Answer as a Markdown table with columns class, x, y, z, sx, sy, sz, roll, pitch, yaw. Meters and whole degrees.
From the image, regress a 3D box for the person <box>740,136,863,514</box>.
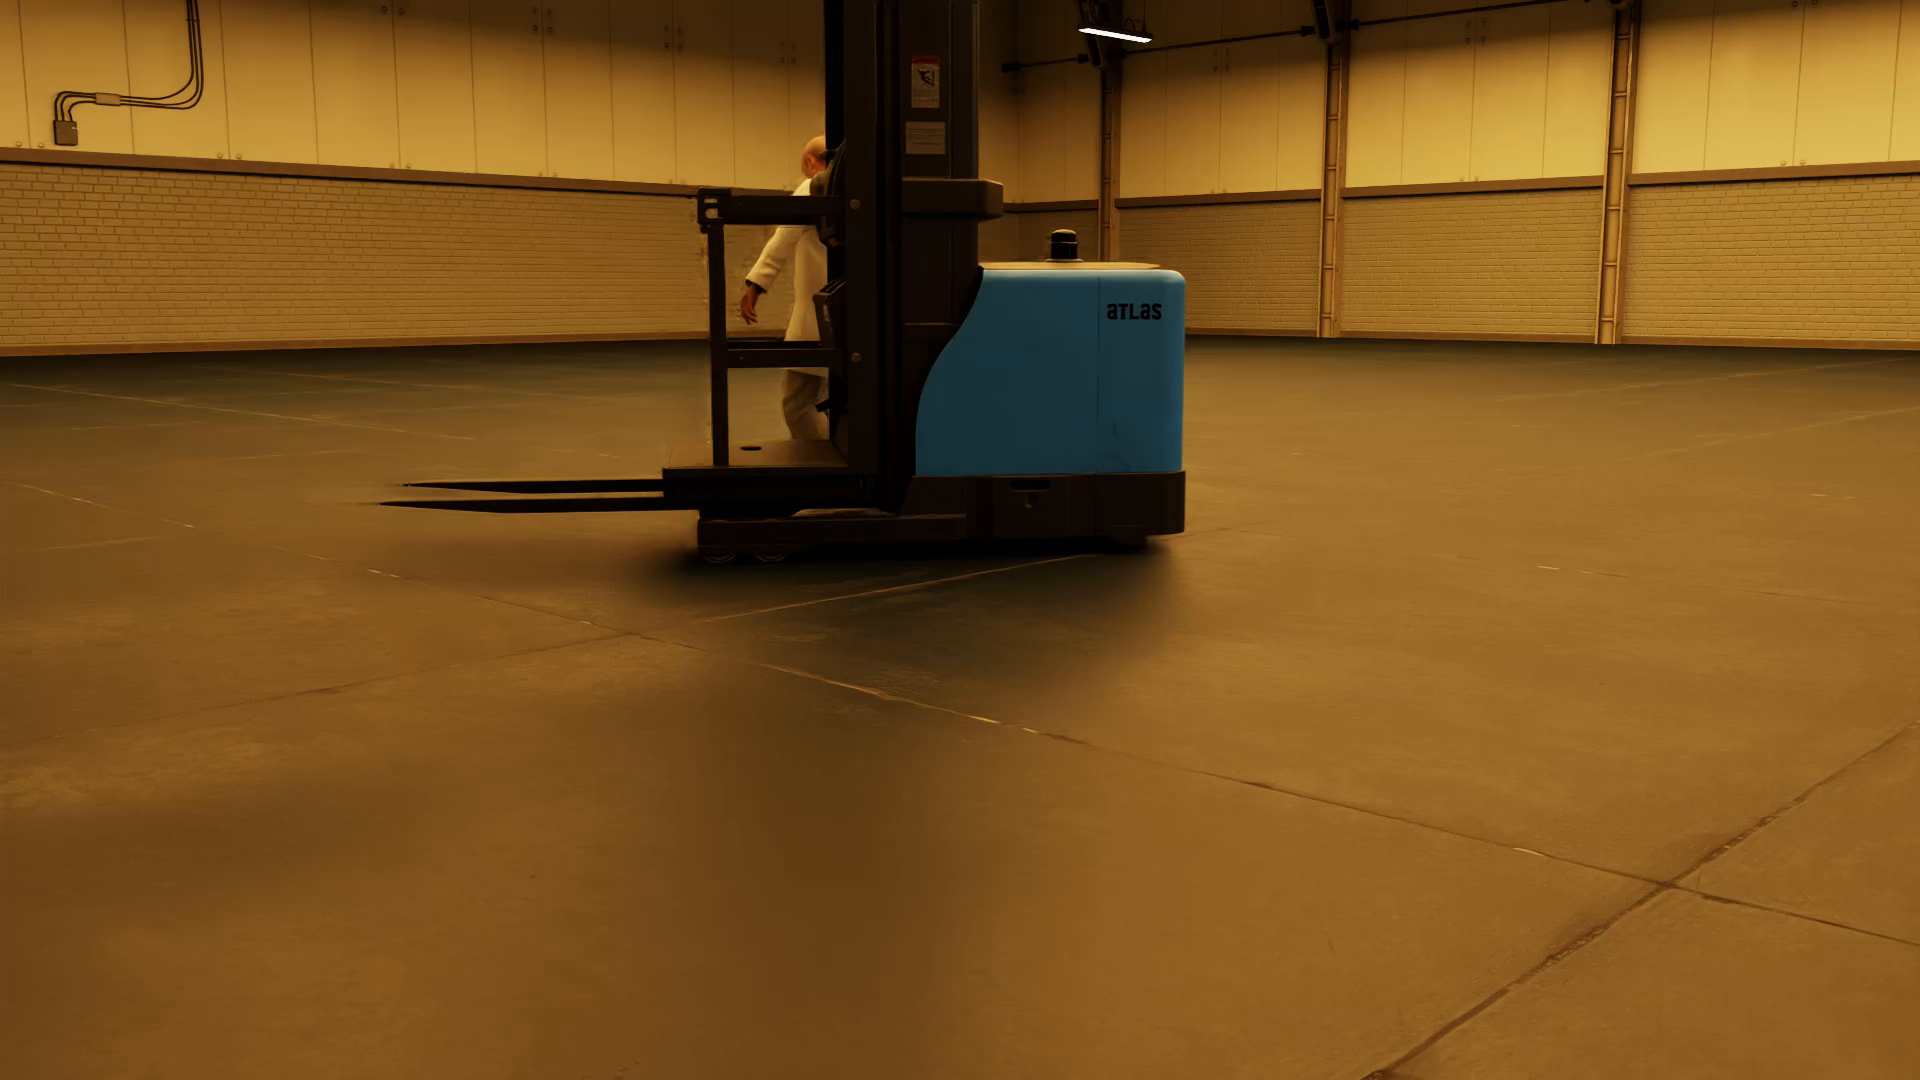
| class | x | y | z | sx | sy | sz | roll | pitch | yaw |
| --- | --- | --- | --- | --- | --- | --- | --- | --- | --- |
| person | -0.559 | -0.987 | 7.640 | 0.494 | 1.719 | 1.138 | 6 | 10 | 35 |

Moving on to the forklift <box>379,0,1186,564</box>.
| class | x | y | z | sx | sy | sz | roll | pitch | yaw |
| --- | --- | --- | --- | --- | --- | --- | --- | --- | --- |
| forklift | -0.688 | -1.446 | 6.474 | 3.031 | 2.935 | 1.130 | -1 | 9 | -8 |
